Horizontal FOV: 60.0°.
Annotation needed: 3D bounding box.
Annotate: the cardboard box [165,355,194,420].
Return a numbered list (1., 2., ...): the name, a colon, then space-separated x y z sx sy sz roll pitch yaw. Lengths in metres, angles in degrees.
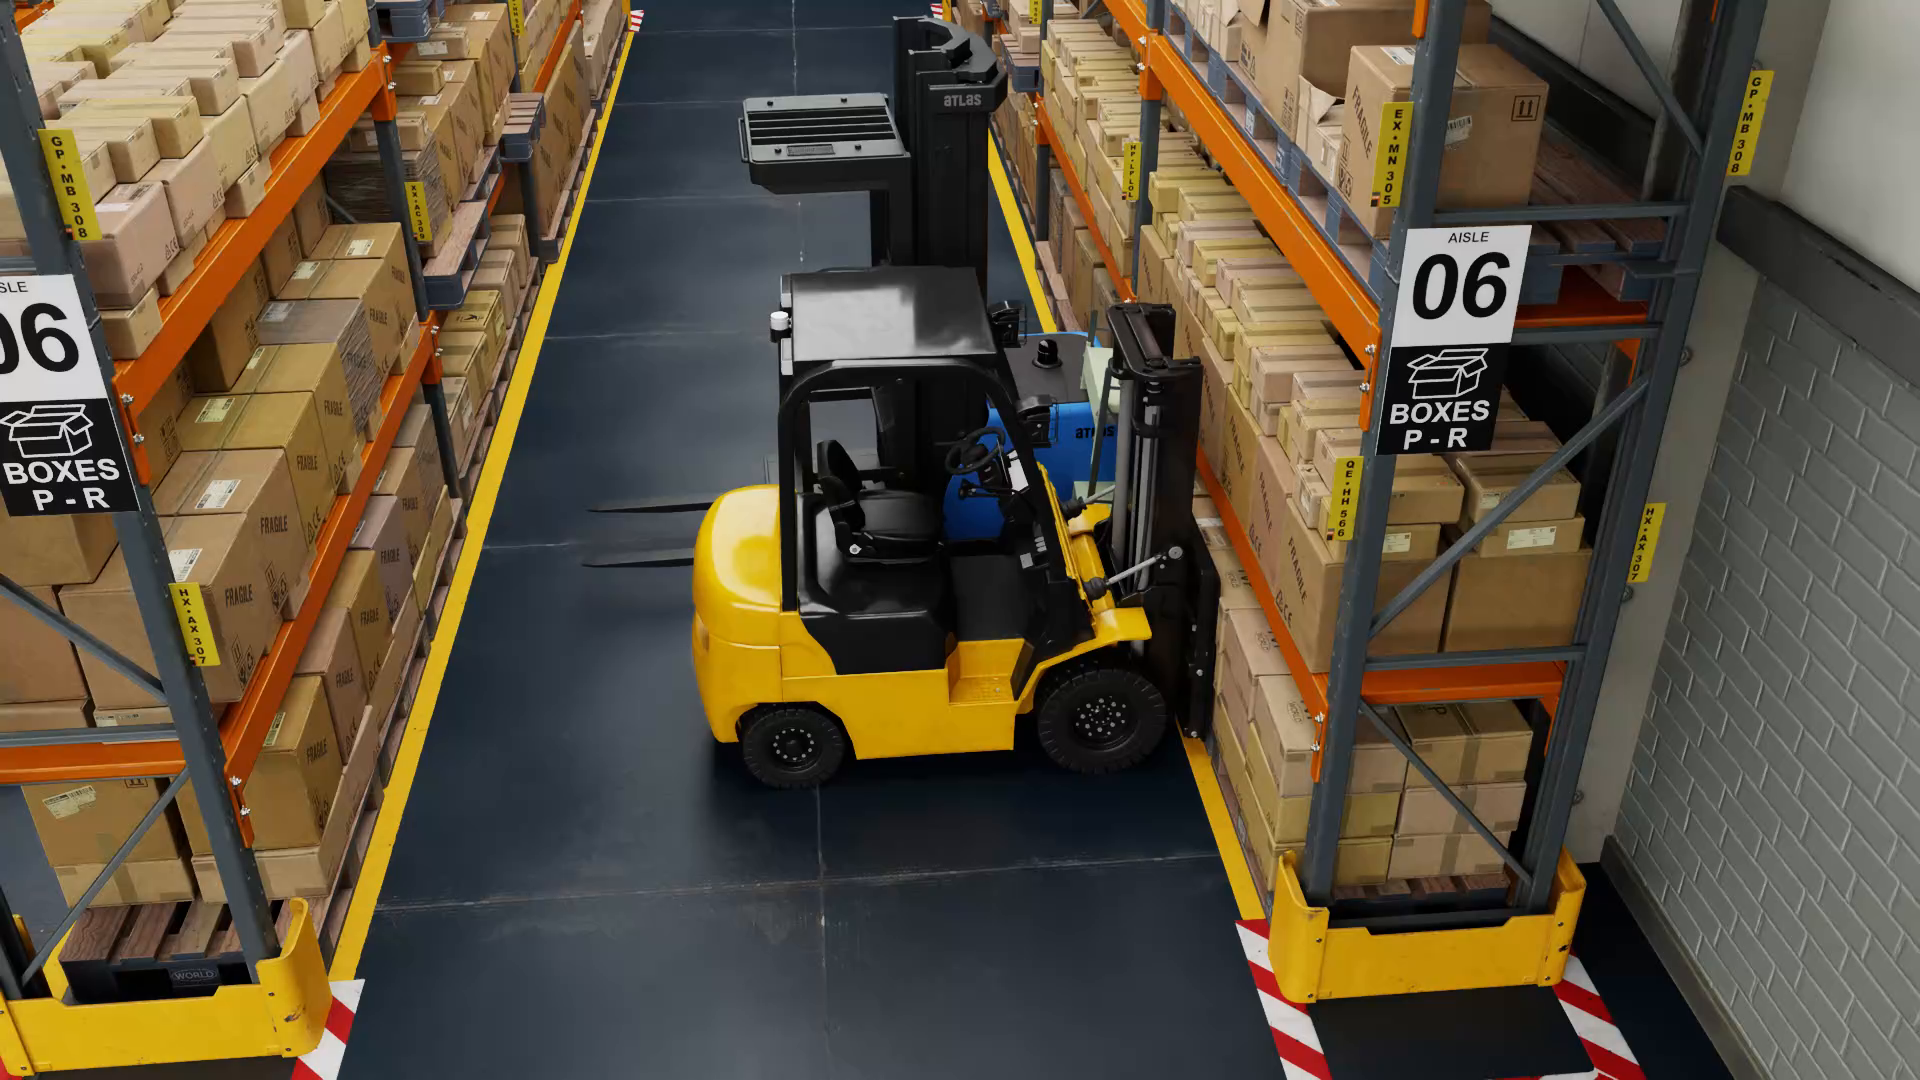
1. cardboard box: -3.533 -0.685 6.609 0.700 0.500 0.500 -3 31 -5

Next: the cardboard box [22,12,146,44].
1. cardboard box: -3.571 -2.046 6.793 0.380 0.149 0.250 -3 31 -5

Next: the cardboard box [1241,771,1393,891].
1. cardboard box: 1.505 1.215 7.063 0.500 0.250 0.500 -3 31 -4

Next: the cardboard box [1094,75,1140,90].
1. cardboard box: 1.104 -3.003 11.122 0.380 0.149 0.250 -3 31 -5

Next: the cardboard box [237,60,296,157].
1. cardboard box: -2.999 -1.724 6.642 0.500 0.250 0.500 -2 31 -4

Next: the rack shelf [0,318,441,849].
1. rack shelf: -3.265 -0.033 7.581 1.077 0.370 4.000 -3 31 -5

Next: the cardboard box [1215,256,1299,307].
1. cardboard box: 1.423 -1.221 7.849 0.380 0.149 0.250 -3 31 -5

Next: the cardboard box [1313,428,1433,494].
1. cardboard box: 1.566 -0.307 6.318 0.380 0.149 0.250 -3 31 -5

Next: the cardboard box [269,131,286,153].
1. cardboard box: -3.097 -1.734 7.047 0.380 0.149 0.250 -2 31 -4

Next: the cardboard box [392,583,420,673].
1. cardboard box: -3.027 0.458 8.331 0.500 0.250 0.500 -2 31 -4

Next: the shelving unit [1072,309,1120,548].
1. shelving unit: 0.839 -0.371 8.857 0.431 1.500 0.755 3 30 -4

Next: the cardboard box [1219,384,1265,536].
1. cardboard box: 1.468 -0.369 7.345 0.500 0.500 0.500 -3 31 -6

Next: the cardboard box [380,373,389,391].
1. cardboard box: -3.142 -0.842 8.479 0.380 0.149 0.250 -3 31 -4

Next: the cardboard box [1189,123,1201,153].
1. cardboard box: 1.630 -2.510 10.297 0.380 0.149 0.250 -3 31 -5

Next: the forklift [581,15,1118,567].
1. forklift: -0.619 -1.212 8.921 3.031 2.935 1.130 -4 31 -7

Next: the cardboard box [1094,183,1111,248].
1. cardboard box: 1.130 -2.039 10.385 0.500 0.250 0.500 -3 31 -5

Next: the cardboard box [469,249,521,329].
1. cardboard box: -3.706 -1.792 11.978 0.950 0.372 0.625 -3 31 -6

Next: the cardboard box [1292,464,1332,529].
1. cardboard box: 1.499 -0.174 6.387 0.380 0.149 0.250 -2 31 -4

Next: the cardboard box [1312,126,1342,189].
1. cardboard box: 1.484 -1.372 5.935 0.380 0.149 0.250 -4 31 -6

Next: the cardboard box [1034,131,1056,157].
1. cardboard box: 0.818 -3.270 13.696 0.380 0.149 0.250 -4 31 -7

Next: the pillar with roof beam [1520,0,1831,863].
1. pillar with roof beam: -1.591 -2.328 4.873 9.100 9.000 0.400 -3 31 -5

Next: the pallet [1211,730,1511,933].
1. pallet: 1.750 1.248 7.454 1.003 0.211 1.213 -3 31 -5

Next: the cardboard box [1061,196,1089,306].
1. cardboard box: 1.229 -2.153 12.336 0.875 0.625 0.625 -2 31 -3

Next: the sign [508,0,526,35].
1. sign: -3.286 -3.899 12.301 0.100 0.325 0.005 -3 31 -5

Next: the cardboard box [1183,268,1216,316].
1. cardboard box: 1.308 -1.221 8.139 0.380 0.149 0.250 -3 31 -5

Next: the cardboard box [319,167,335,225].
1. cardboard box: -3.724 -1.939 9.273 0.500 0.500 0.500 -3 31 -6

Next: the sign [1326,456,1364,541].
1. sign: 1.322 -0.140 5.700 0.100 0.325 0.005 -3 31 -5

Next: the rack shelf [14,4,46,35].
1. rack shelf: -8.932 -3.829 13.936 1.077 0.370 4.000 -3 31 -5

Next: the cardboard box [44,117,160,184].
1. cardboard box: -2.910 -1.293 5.531 0.380 0.149 0.250 -3 31 -5

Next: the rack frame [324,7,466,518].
1. rack frame: -3.452 -1.363 9.107 1.000 3.000 0.127 -3 31 -5

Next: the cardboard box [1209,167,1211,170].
1. cardboard box: 1.697 -2.024 9.872 0.500 0.250 0.500 -3 31 -5

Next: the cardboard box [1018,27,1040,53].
1. cardboard box: 0.673 -4.034 13.414 0.380 0.149 0.250 -2 31 -4

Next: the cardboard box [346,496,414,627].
1. cardboard box: -3.031 0.125 8.157 0.500 0.500 0.500 -1 31 -2

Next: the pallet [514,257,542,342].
1. pallet: -3.754 -1.809 12.573 1.003 0.211 1.213 -3 31 -5

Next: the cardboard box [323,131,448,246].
1. cardboard box: -3.210 -1.967 9.321 0.500 0.500 0.500 -2 31 -3

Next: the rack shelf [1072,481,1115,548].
1. rack shelf: 0.811 -0.091 9.021 0.431 0.370 0.720 3 30 -4

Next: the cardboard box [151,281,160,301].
1. cardboard box: -2.900 -0.815 5.510 0.380 0.149 0.250 -4 31 -6

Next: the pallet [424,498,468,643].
1. pallet: -3.354 0.175 9.250 1.003 0.211 1.213 -3 31 -5

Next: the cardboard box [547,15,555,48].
1. cardboard box: -3.779 -4.384 14.310 0.500 0.250 0.500 -3 31 -5

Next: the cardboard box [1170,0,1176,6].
1. cardboard box: 1.229 -2.762 8.262 0.380 0.149 0.250 -2 31 -4

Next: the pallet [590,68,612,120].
1. pallet: -4.193 -4.642 17.316 1.003 0.211 1.213 -3 31 -5

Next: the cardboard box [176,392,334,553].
1. cardboard box: -2.947 -0.271 6.891 0.500 0.500 0.500 -3 31 -6

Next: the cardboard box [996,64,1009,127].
1. cardboard box: 0.623 -4.265 15.993 0.500 0.500 0.500 -3 31 -5

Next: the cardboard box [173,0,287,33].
1. cardboard box: -3.092 -2.203 7.055 0.380 0.149 0.250 -3 31 -6

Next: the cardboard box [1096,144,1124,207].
1. cardboard box: 1.134 -2.254 10.256 0.500 0.250 0.500 -4 31 -6

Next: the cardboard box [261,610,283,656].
1. cardboard box: -2.886 0.336 6.507 0.380 0.149 0.250 -4 31 -6

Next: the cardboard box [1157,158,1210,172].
1. cardboard box: 1.237 -2.088 9.590 0.380 0.149 0.250 -2 31 -3

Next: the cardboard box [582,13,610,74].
1. cardboard box: -4.236 -5.310 17.804 0.875 0.438 0.875 -4 31 -6

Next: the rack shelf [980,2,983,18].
1. rack shelf: 0.555 -6.399 18.240 1.077 0.370 4.000 -3 31 -5

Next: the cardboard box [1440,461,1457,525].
1. cardboard box: 2.004 -0.190 6.413 0.380 0.149 0.250 -3 31 -5

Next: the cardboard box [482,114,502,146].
1. cardboard box: -3.340 -2.793 11.336 0.380 0.149 0.250 -2 31 -4

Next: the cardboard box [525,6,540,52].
1. cardboard box: -3.674 -4.090 13.331 0.500 0.250 0.500 -2 31 -3

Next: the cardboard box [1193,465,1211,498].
1. cardboard box: 1.318 -0.255 8.548 0.500 0.250 0.500 -2 31 -3
